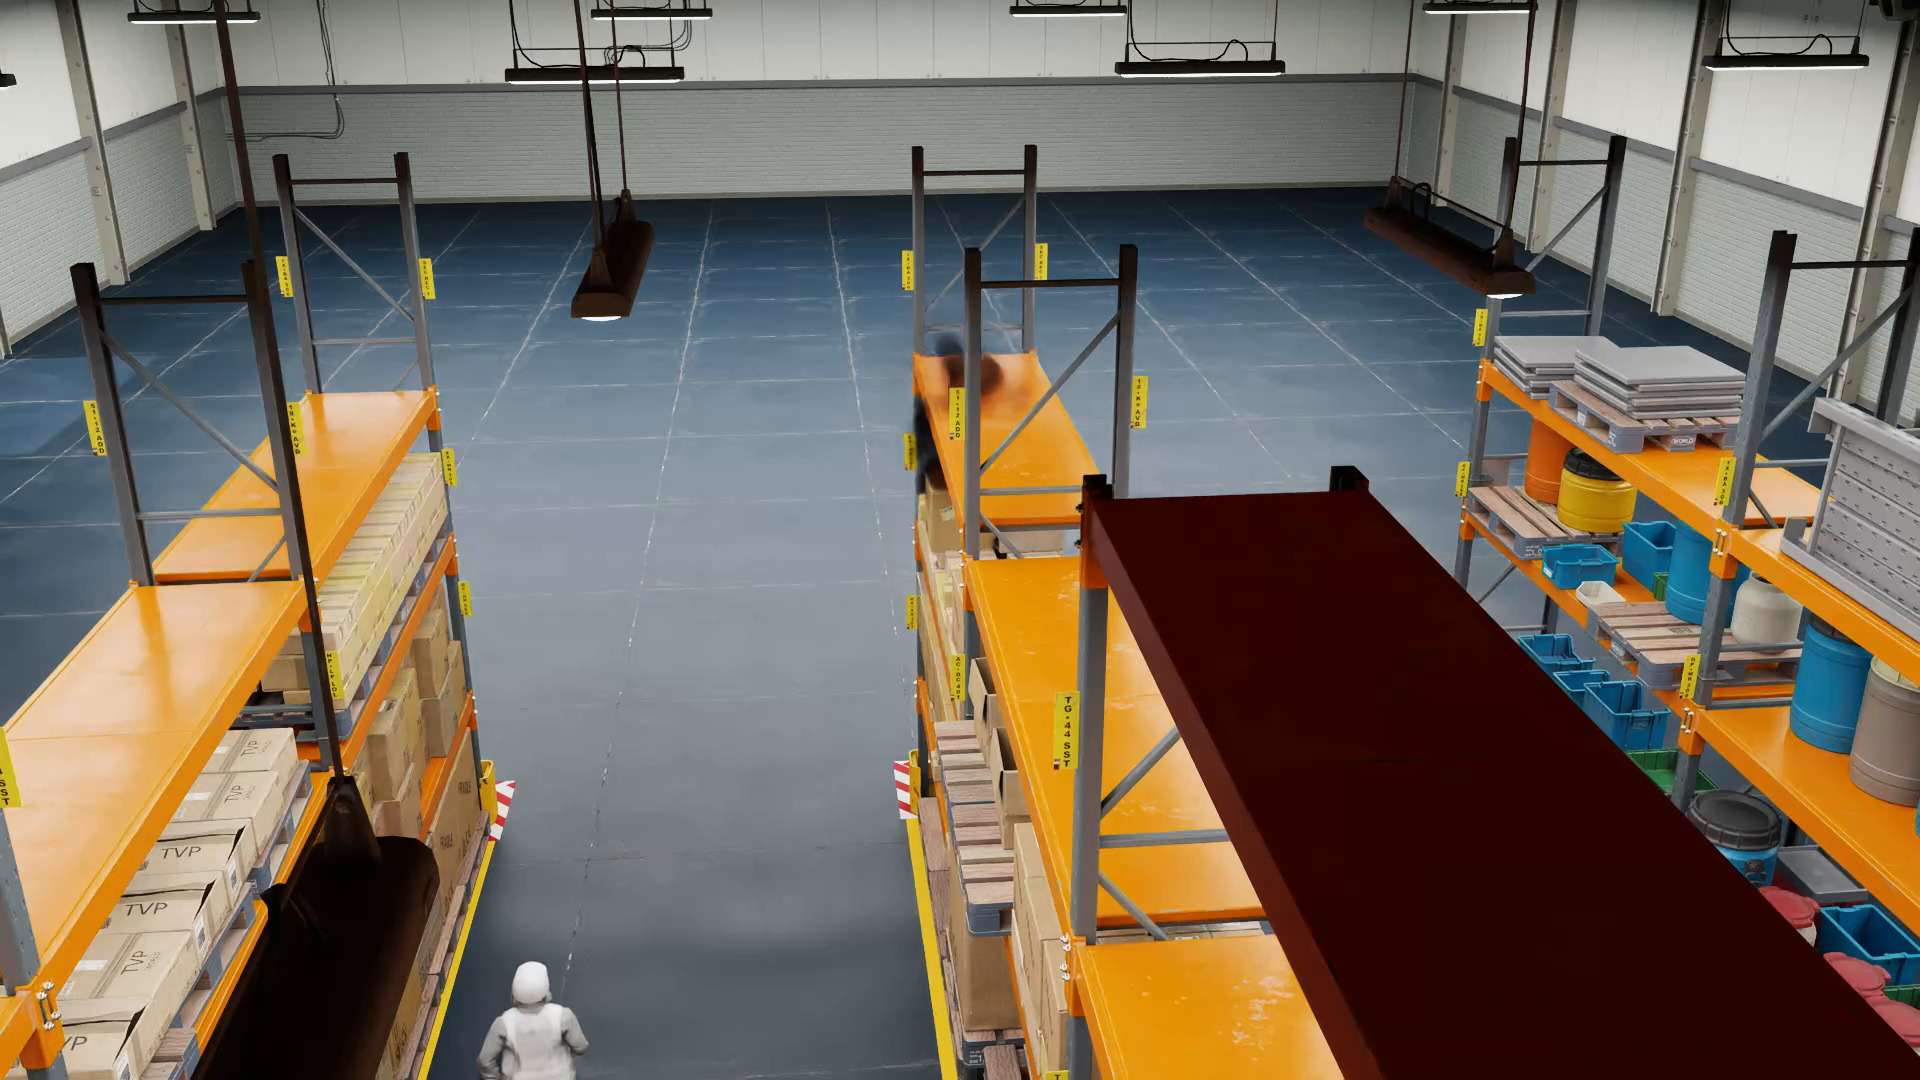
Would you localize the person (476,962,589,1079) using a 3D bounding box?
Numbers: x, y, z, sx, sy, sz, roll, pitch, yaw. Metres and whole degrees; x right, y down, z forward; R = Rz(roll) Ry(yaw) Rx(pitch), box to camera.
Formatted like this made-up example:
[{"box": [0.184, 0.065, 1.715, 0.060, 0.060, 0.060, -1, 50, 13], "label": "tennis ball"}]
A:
[{"box": [-2.674, 3.426, 10.604, 0.657, 1.748, 0.638, -1, 22, -3], "label": "person"}]
